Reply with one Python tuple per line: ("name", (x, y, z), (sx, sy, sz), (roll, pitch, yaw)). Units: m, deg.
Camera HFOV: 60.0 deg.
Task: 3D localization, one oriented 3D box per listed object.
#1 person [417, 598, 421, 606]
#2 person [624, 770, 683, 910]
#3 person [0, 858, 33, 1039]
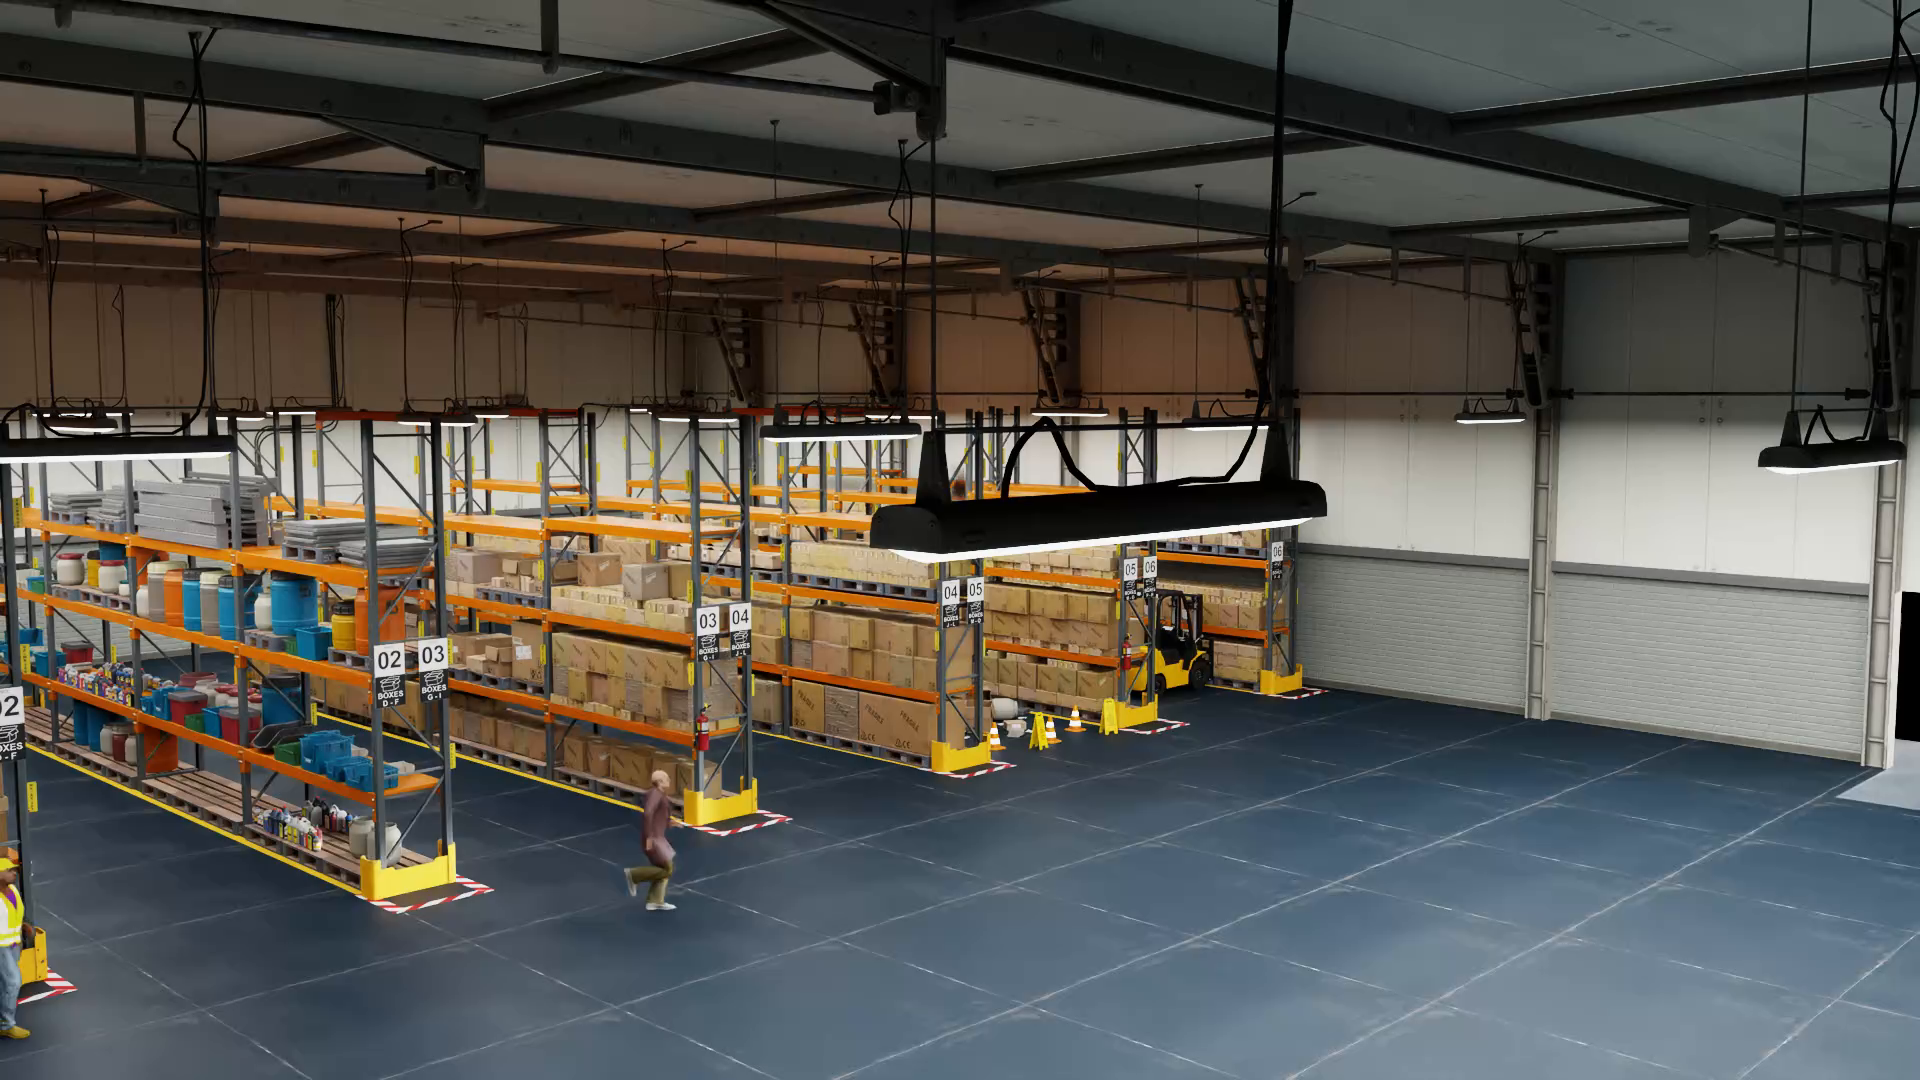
("person", (-12.212, 2.146, 37.613), (0.704, 1.763, 0.847), (-3, 6, -33))
("person", (-3.744, 3.687, 20.341), (0.738, 1.734, 0.752), (-1, 5, -15))
("person", (-9.554, 4.023, 16.485), (0.792, 1.738, 0.741), (0, 5, 0))
